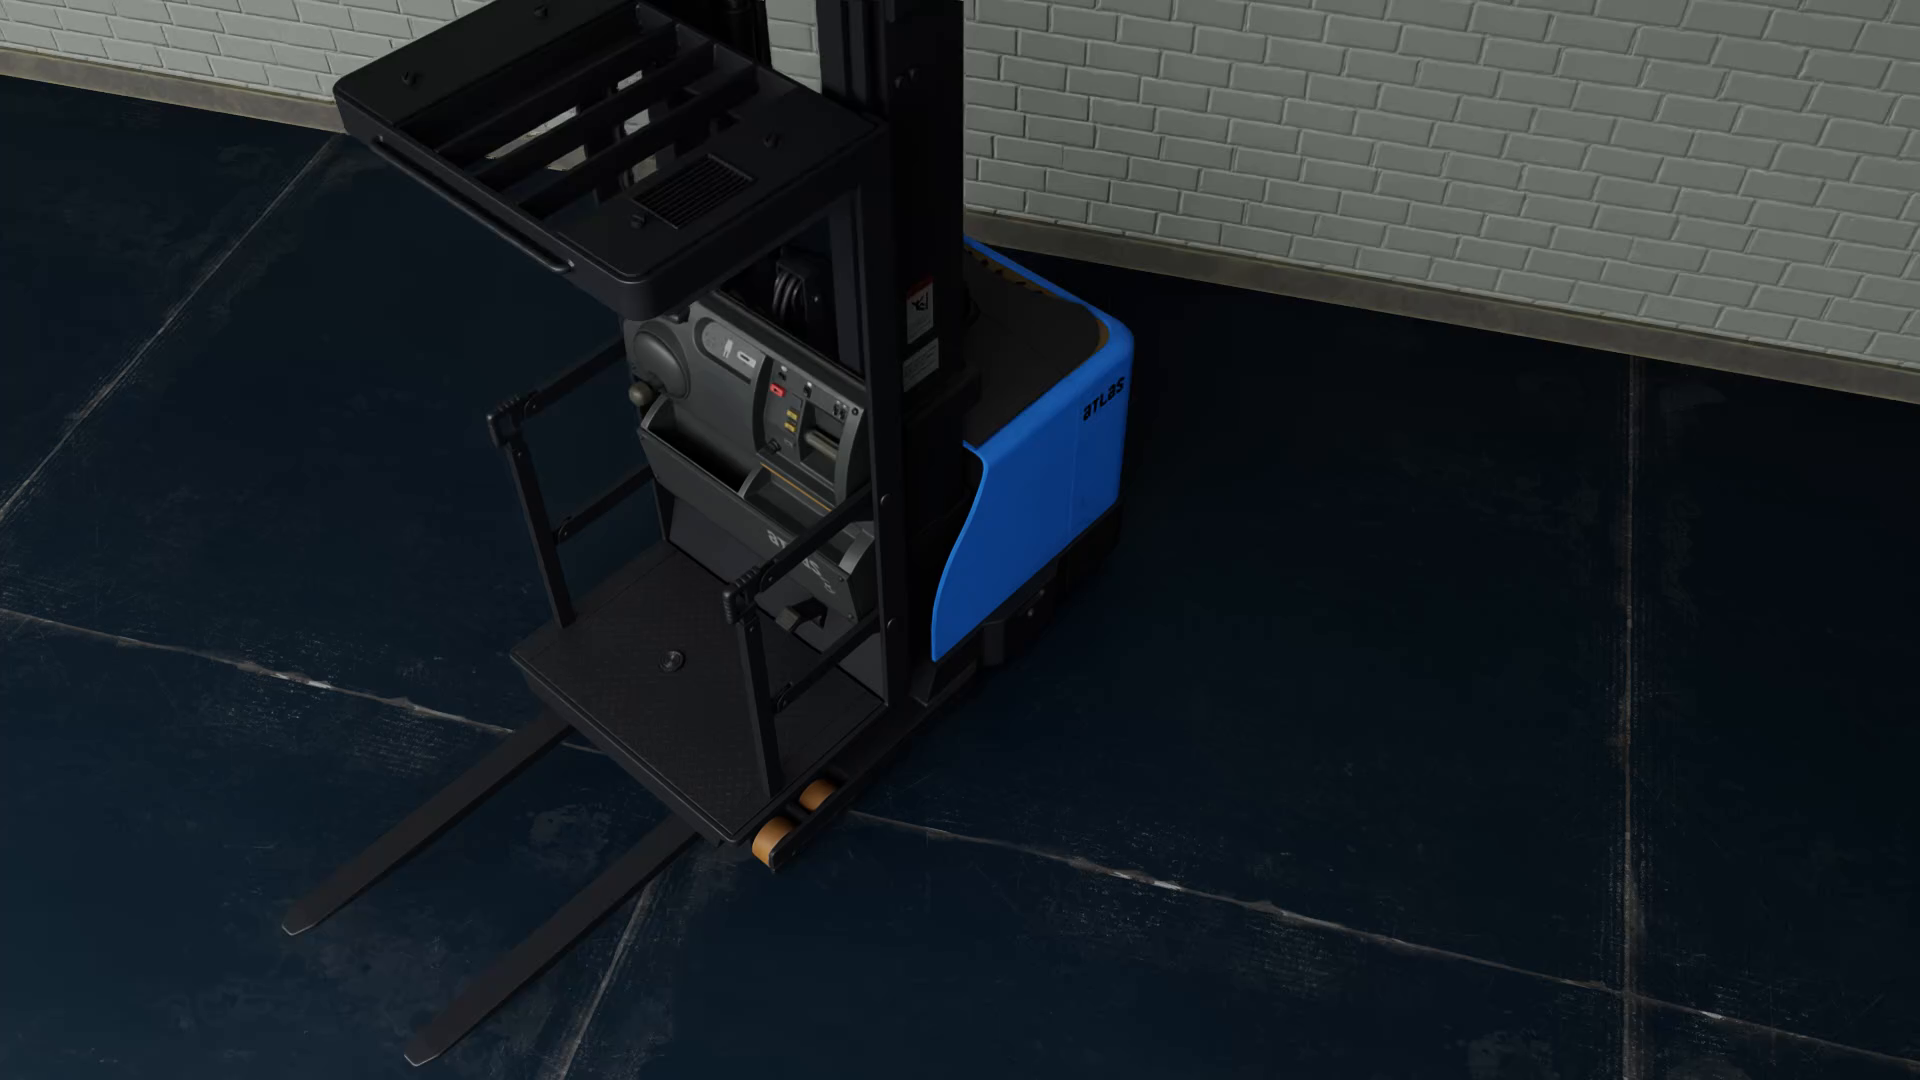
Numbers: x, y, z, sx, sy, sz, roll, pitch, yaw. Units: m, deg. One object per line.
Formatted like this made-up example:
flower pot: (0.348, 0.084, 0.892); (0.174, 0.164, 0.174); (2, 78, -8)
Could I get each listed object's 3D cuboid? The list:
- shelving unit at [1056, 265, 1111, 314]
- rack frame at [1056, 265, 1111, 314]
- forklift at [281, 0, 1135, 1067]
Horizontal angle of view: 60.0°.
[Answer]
shelving unit: (0.369, -0.563, 6.147); (0.258, 0.900, 0.210); (34, 57, 26)
rack frame: (0.436, -0.620, 6.197); (0.240, 0.900, 0.006); (34, 57, 26)
forklift: (-0.765, -0.361, 4.613); (1.130, 2.935, 3.031); (34, 57, 26)
